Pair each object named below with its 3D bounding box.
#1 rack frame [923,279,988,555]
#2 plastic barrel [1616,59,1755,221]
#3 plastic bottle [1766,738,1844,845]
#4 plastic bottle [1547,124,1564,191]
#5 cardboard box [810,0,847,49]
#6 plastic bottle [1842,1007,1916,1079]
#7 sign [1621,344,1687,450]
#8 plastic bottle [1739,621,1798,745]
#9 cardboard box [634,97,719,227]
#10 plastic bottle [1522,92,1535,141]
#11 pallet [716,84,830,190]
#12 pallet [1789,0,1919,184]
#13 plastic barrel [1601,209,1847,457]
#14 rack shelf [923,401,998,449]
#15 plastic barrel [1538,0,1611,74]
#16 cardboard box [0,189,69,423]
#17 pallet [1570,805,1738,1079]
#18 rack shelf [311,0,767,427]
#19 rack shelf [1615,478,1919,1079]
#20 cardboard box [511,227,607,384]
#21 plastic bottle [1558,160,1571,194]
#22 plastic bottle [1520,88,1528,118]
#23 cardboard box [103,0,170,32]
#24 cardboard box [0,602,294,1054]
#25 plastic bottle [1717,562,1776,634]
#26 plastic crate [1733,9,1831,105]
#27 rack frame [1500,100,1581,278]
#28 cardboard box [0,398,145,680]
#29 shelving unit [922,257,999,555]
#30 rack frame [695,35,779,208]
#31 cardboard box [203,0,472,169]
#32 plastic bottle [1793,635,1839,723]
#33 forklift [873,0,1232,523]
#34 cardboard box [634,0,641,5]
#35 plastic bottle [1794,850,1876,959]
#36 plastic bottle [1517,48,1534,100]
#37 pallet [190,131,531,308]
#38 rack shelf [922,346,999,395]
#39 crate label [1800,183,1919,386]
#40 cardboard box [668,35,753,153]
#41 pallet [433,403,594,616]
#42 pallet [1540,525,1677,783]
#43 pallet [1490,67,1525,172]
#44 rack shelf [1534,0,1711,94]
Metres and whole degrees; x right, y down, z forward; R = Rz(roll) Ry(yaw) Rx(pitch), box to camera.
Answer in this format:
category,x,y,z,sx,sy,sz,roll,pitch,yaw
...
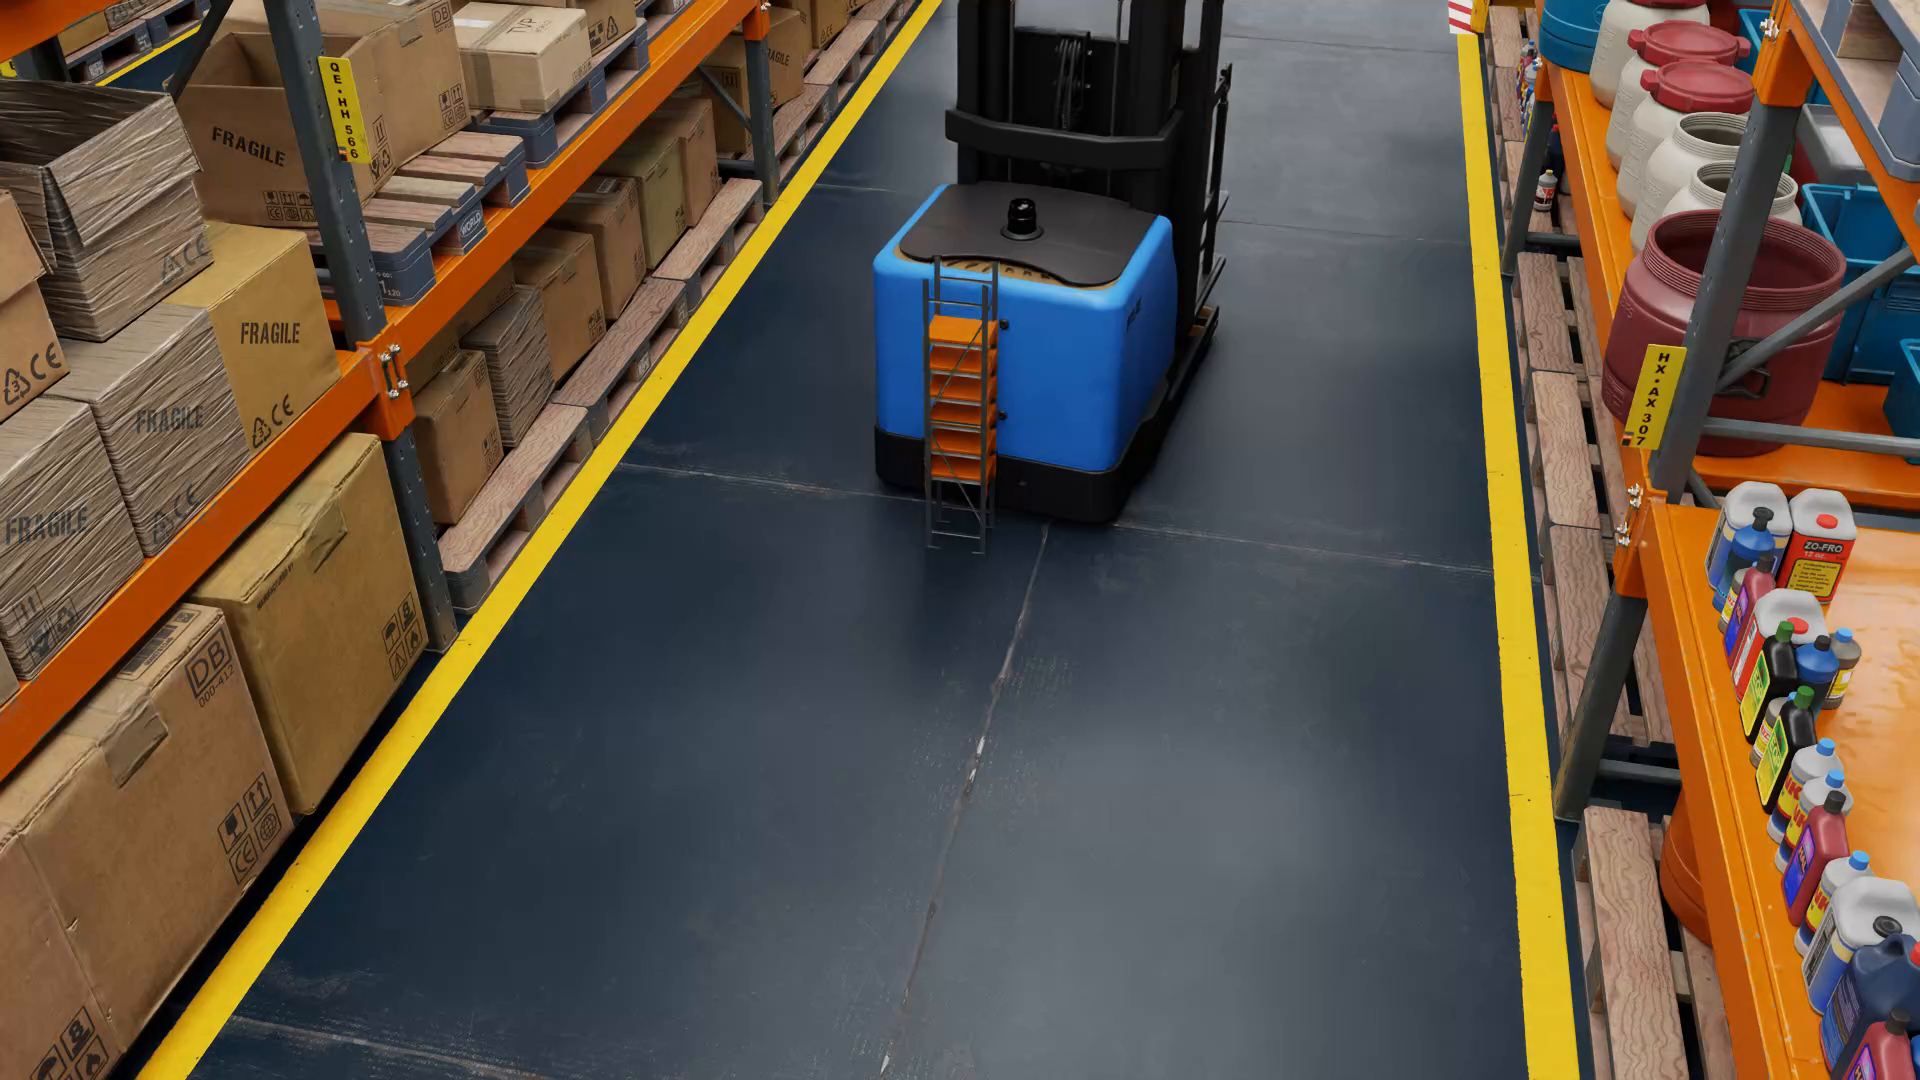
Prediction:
category,x,y,z,sx,sy,sz,roll,pitch,yaw
rack frame,-0.016,-0.442,6.337,0.240,1.200,0.006,7,37,10
plastic barrel,2.642,-1.420,6.038,0.433,0.535,0.433,0,36,0
plastic bottle,1.819,0.535,3.565,0.097,0.271,0.097,0,36,0
plastic bottle,3.166,-2.066,8.927,0.144,0.351,0.185,6,36,9
cardboard box,-1.071,-3.567,10.888,0.500,0.500,0.500,11,37,14
plastic bottle,1.638,0.965,2.961,0.061,0.283,0.133,7,37,10
sign,1.916,-0.393,4.597,0.100,0.325,0.005,7,37,10
plastic bottle,1.875,0.330,3.839,0.061,0.283,0.133,7,37,10
cardboard box,-1.681,-1.992,8.698,0.700,0.500,0.500,5,36,6
plastic bottle,3.314,-2.423,9.484,0.152,0.276,0.135,8,37,11
pallet,-1.420,-2.436,9.931,1.003,0.211,1.213,7,37,10
pallet,2.196,-0.973,3.142,1.003,0.211,1.213,7,37,10
plastic barrel,2.258,-0.621,4.934,0.600,0.536,0.708,7,37,10
rack shelf,0.003,-0.458,6.435,0.258,0.103,0.180,7,37,10
plastic barrel,2.931,-2.574,7.319,0.600,0.901,0.708,7,37,10
cardboard box,-2.697,-0.539,3.997,0.797,0.503,0.637,8,37,11
pallet,2.328,1.325,4.742,1.003,0.211,1.213,7,37,10
rack shelf,-1.956,-1.738,7.205,1.077,0.370,4.000,7,37,10
rack shelf,2.028,1.176,3.184,1.077,0.370,4.000,7,37,10
cardboard box,-2.040,-1.081,7.440,0.700,0.500,0.500,10,37,14
plastic bottle,3.306,-2.048,8.902,0.144,0.351,0.185,7,37,10
plastic bottle,3.357,-2.582,9.766,0.097,0.201,0.097,0,36,0
cardboard box,-5.961,-4.034,11.213,0.875,0.875,0.875,8,37,10
cardboard box,-2.749,0.711,4.666,1.225,0.875,0.875,7,37,10
plastic bottle,1.975,0.145,4.163,0.097,0.201,0.097,0,36,0
plastic crate,3.378,-1.877,6.797,0.392,0.384,0.575,7,37,10
rack frame,3.310,-2.555,7.719,1.000,3.000,0.127,7,37,10
cardboard box,-2.467,-0.026,4.144,0.500,0.500,0.500,6,36,8
shelving unit,0.003,-0.494,6.409,0.258,1.200,0.189,7,37,10
rack frame,-1.529,-3.176,8.576,1.000,3.000,0.127,7,37,10
cardboard box,-2.286,-1.740,6.152,0.700,0.500,0.500,13,38,17
plastic bottle,1.956,0.334,3.843,0.097,0.271,0.097,0,36,0
forklift,0.619,-2.120,7.178,1.130,2.935,3.031,12,38,16
cardboard box,-1.836,-3.151,7.672,1.000,1.000,1.000,8,37,10
plastic bottle,1.749,0.723,3.306,0.097,0.271,0.097,0,36,0
plastic bottle,3.406,-2.798,9.995,0.061,0.283,0.133,8,37,11
pallet,-2.335,-1.227,6.050,1.213,0.211,1.003,7,37,10
rack shelf,0.003,-0.652,6.295,0.258,0.103,0.180,7,37,10
crate label,2.932,-0.812,5.284,0.502,0.435,0.616,7,37,10
cardboard box,-1.405,-2.558,9.495,0.500,0.500,0.500,6,36,9
pallet,-2.215,-0.201,6.848,1.003,0.211,1.213,7,37,10
pallet,2.659,0.428,5.979,1.003,0.211,1.213,7,37,10
pallet,3.752,-2.507,10.029,1.003,0.211,1.213,7,37,10
rack shelf,3.737,-3.410,9.512,1.077,0.370,4.000,7,37,10
